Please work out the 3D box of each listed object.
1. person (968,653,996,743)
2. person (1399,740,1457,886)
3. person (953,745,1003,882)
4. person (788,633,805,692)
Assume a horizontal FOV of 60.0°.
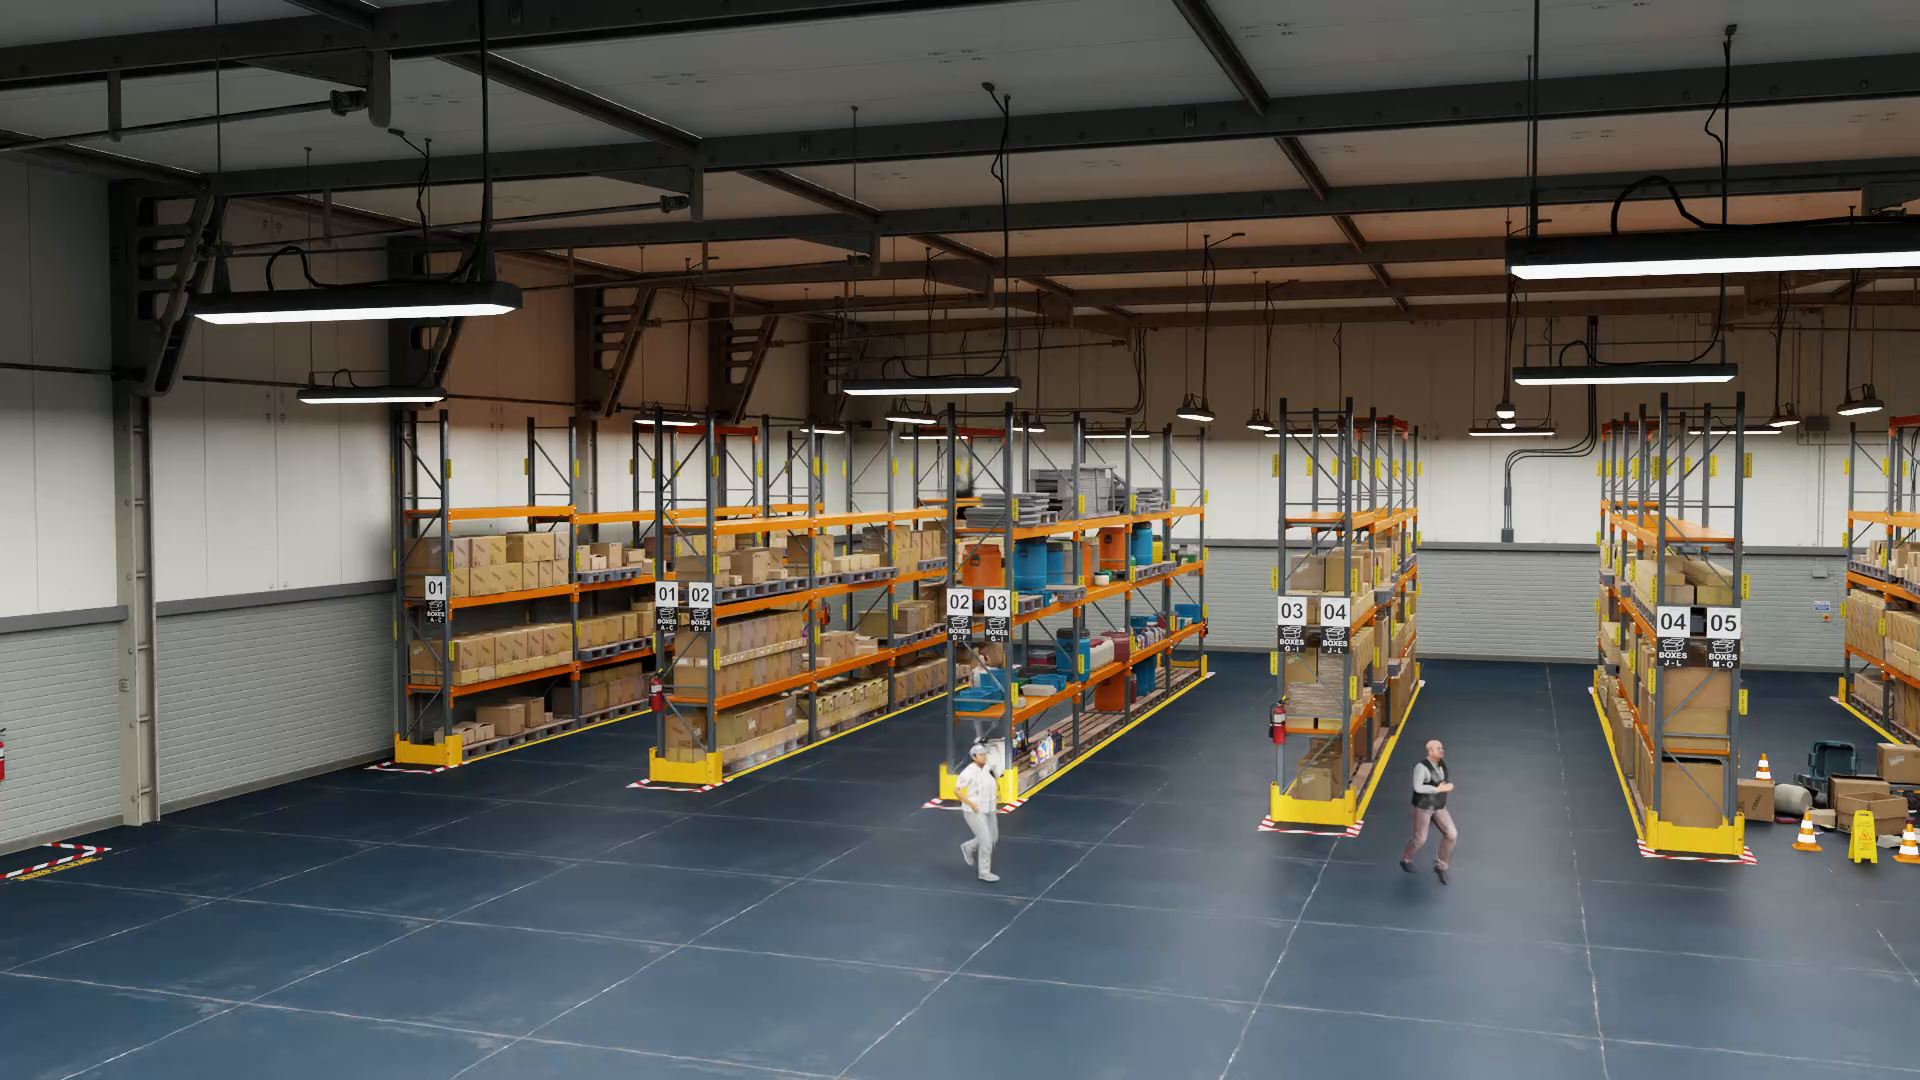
[{"bbox_3d":[0.422,2.892,30.618,0.580,1.616,0.639,1,3,20],"label":"person"},{"bbox_3d":[5.678,3.284,20.168,0.678,1.756,0.833,-2,3,-33],"label":"person"},{"bbox_3d":[0.213,3.315,20.352,0.727,1.624,0.615,2,3,43],"label":"person"},{"bbox_3d":[-3.717,2.575,36.477,0.691,1.720,0.575,0,2,5],"label":"person"}]
